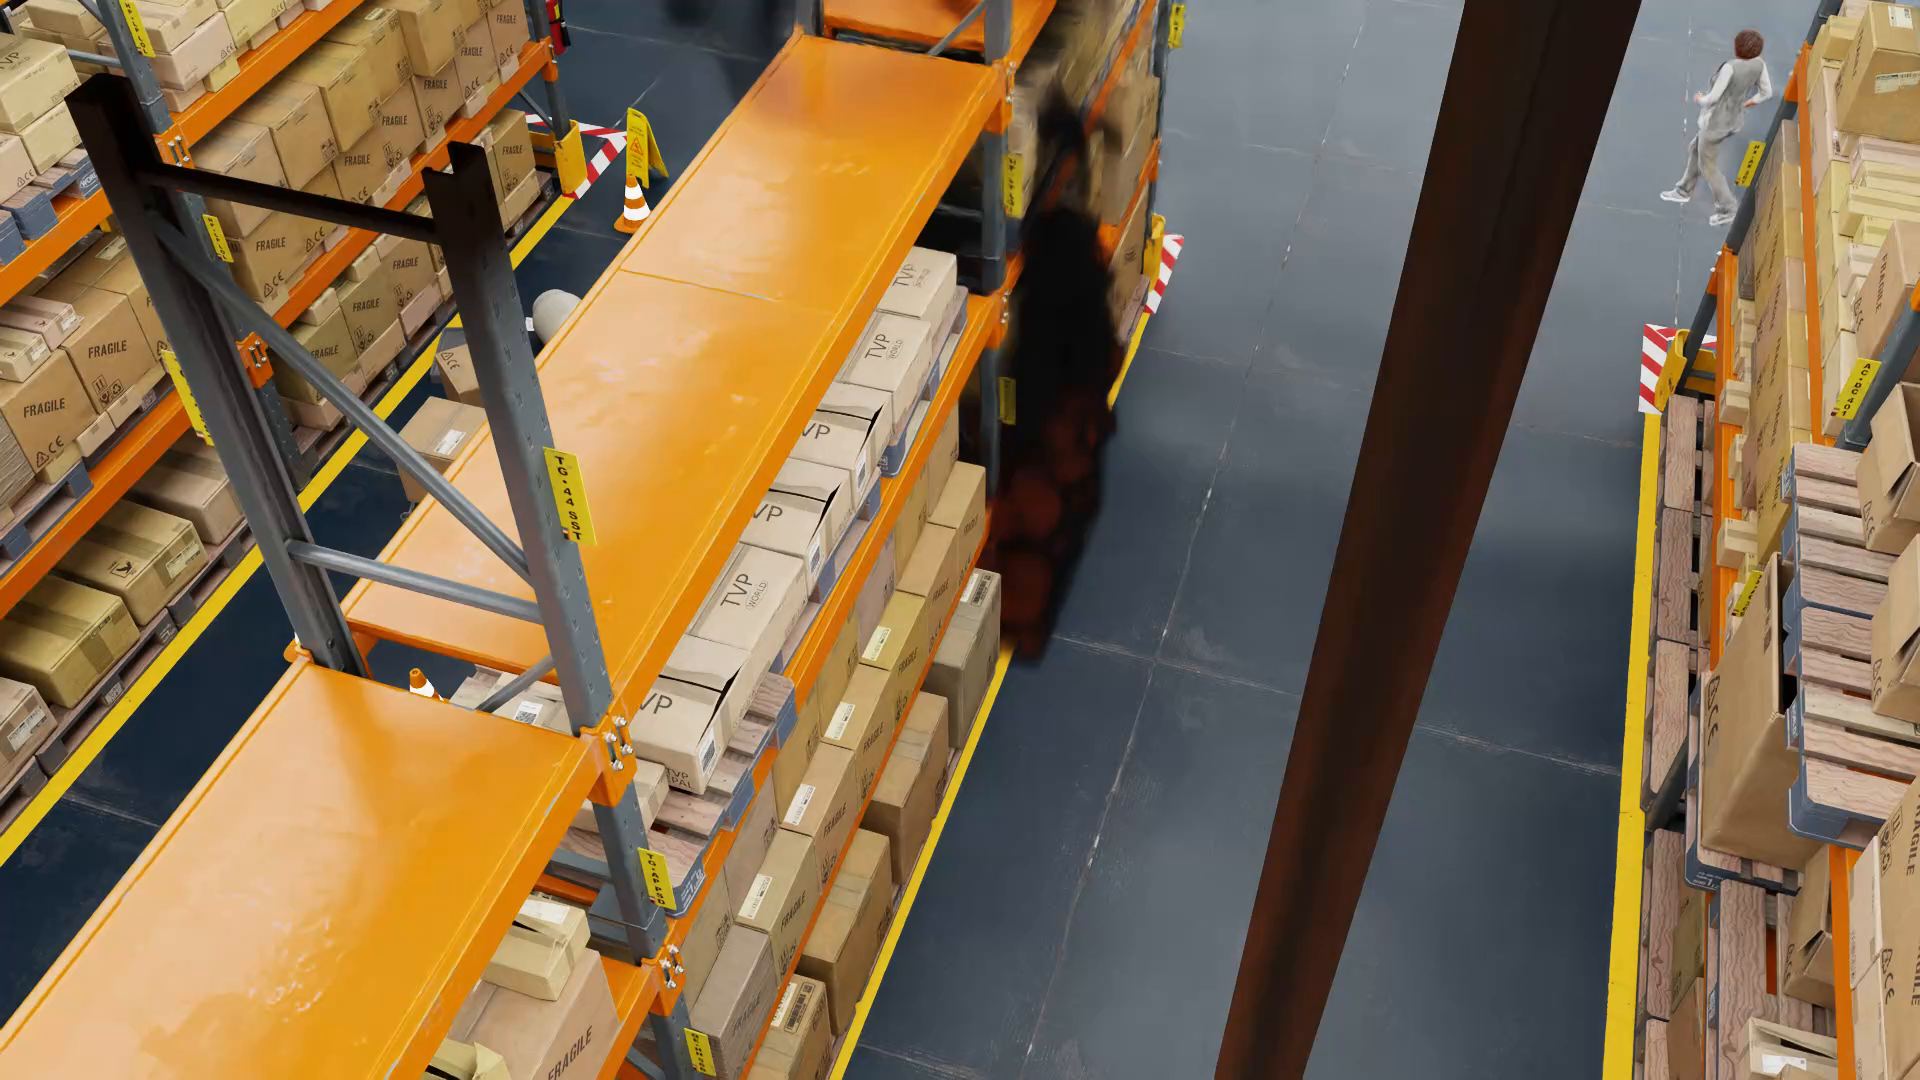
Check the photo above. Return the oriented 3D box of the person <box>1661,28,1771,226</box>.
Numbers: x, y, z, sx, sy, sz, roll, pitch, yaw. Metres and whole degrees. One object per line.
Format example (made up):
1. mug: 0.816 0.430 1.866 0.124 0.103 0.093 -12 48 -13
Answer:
1. person: 5.956 -3.174 12.944 0.532 1.618 0.759 -19 49 -18
